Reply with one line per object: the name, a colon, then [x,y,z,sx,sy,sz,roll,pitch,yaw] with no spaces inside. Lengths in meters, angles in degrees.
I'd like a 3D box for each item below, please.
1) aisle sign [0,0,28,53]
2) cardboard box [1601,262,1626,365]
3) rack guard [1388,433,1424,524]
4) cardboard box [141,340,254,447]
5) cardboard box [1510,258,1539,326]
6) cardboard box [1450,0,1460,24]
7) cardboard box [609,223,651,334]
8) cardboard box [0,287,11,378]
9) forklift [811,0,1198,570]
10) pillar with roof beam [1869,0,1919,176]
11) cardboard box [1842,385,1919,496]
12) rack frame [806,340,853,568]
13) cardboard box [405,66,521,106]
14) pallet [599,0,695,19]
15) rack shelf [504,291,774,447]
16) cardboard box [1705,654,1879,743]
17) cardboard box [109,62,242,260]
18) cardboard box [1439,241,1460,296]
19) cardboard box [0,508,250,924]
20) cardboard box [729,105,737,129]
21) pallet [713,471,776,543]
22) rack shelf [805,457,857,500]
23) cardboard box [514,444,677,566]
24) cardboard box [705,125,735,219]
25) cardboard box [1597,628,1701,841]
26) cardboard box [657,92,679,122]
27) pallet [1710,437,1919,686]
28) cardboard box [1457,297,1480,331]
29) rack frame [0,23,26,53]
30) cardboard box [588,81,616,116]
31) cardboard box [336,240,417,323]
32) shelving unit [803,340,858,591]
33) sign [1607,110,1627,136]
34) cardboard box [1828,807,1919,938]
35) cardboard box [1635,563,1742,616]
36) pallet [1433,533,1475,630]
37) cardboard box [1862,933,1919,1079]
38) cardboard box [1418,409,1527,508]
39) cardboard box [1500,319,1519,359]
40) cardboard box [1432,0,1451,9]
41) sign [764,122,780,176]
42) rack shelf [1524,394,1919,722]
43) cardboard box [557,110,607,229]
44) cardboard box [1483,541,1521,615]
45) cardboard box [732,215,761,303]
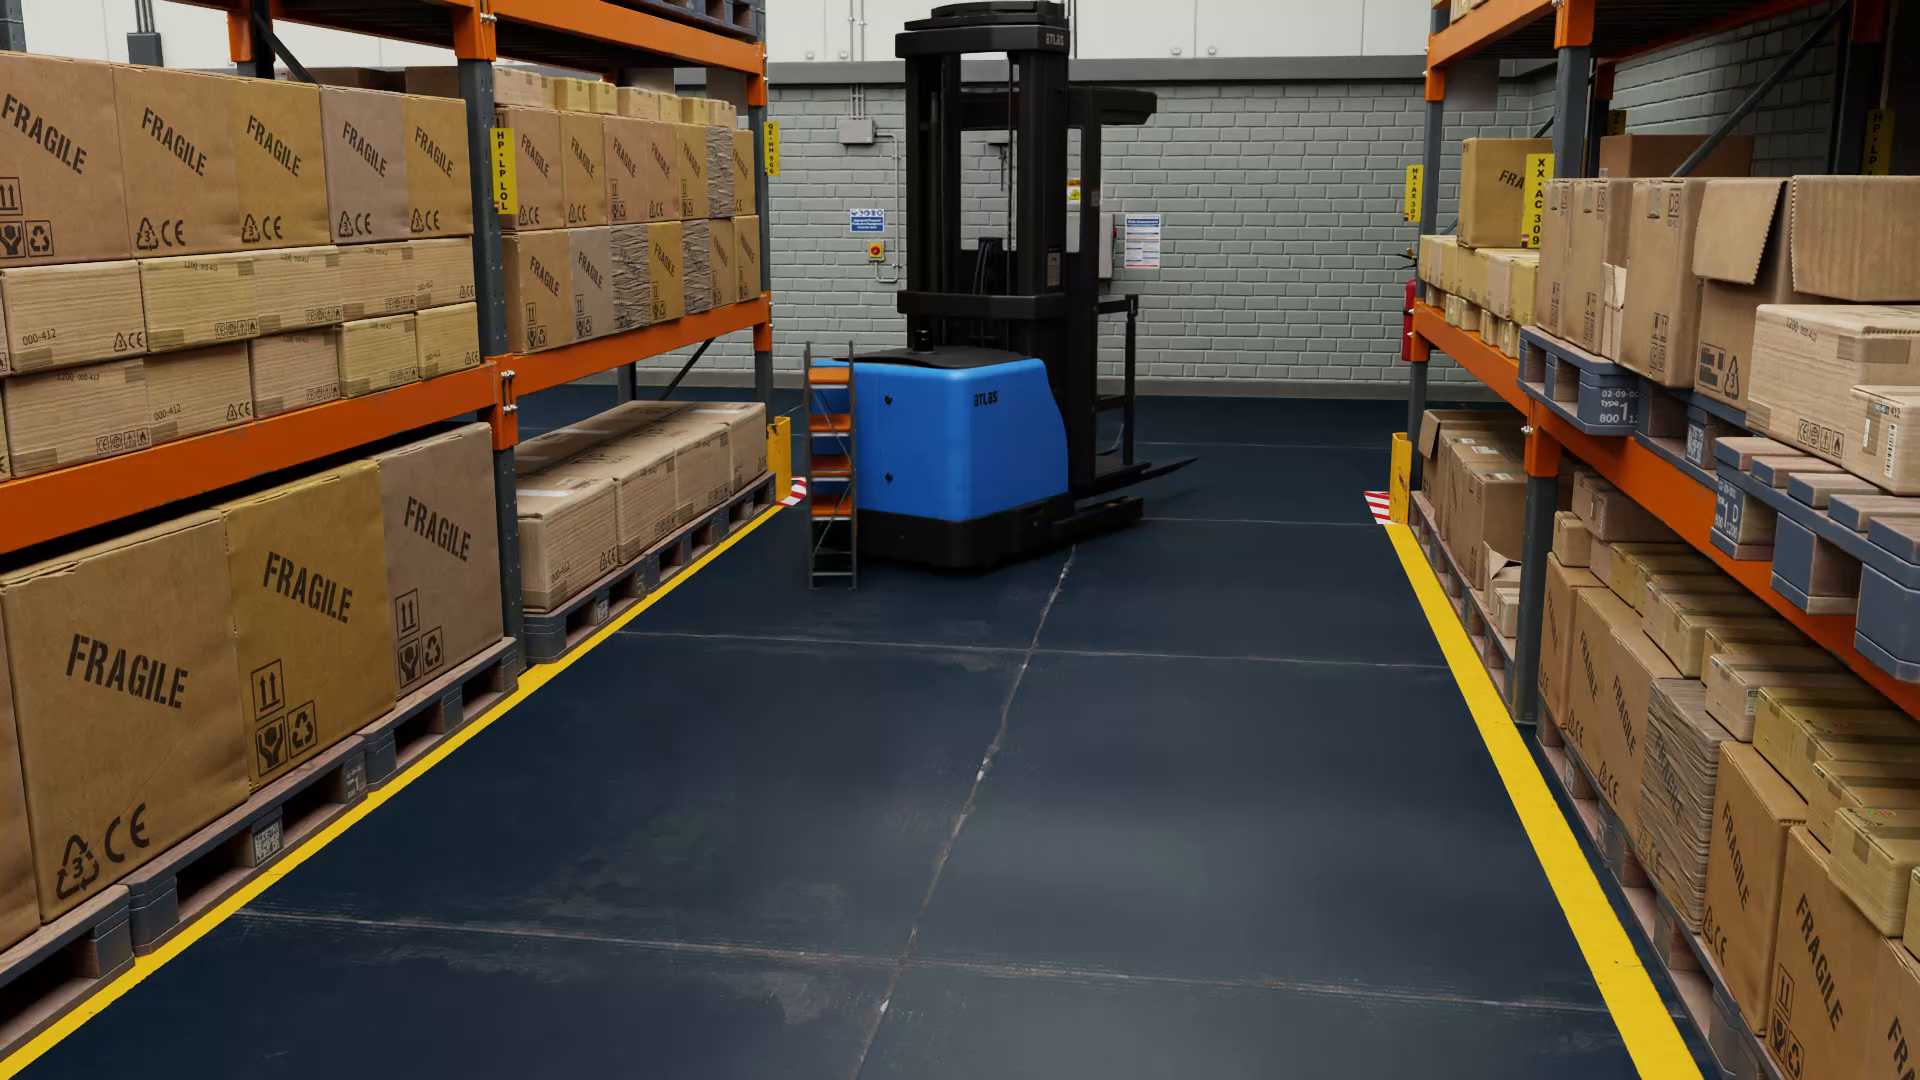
aisle sign: [-6.299,-3.171,10.919,0.394,0.787,0.004,2,12,9]
cardboard box: [1.997,-0.626,4.600,0.396,0.266,0.258,2,12,11]
rack guard: [3.193,-0.358,9.968,1.175,0.500,0.348,2,12,9]
cardboard box: [-2.386,-0.430,4.726,0.500,0.250,0.500,2,12,9]
cardboard box: [2.427,-0.949,6.427,0.500,0.250,0.500,2,12,10]
cardboard box: [2.715,-2.724,8.488,0.380,0.149,0.250,2,12,10]
cardboard box: [-1.820,-1.269,8.025,0.500,0.500,0.500,2,12,9]
cardboard box: [-2.528,-0.467,3.708,0.500,0.250,0.500,2,12,10]
forklift: [0.439,-1.539,9.676,1.130,2.935,3.031,8,15,34]
pillar with roof beam: [-0.666,-3.951,6.466,9.100,9.000,0.400,2,12,9]
cardboard box: [1.696,-0.162,2.725,0.380,0.149,0.250,2,12,10]
rack frame: [-0.672,-0.440,8.685,0.240,1.200,0.015,-1,12,-4]
cardboard box: [-2.010,-1.835,6.739,0.380,0.149,0.250,2,12,8]
pallet: [-1.989,-2.769,8.314,1.003,0.211,1.213,2,12,9]
rack shelf: [-2.008,-0.988,8.664,1.077,0.370,4.000,2,12,9]
cardboard box: [2.032,0.383,3.993,0.380,0.149,0.250,1,12,6]
cardboard box: [-2.371,-1.039,4.582,0.500,0.500,0.500,2,12,10]
cardboard box: [2.717,-1.372,8.387,0.500,0.250,0.500,2,12,8]
cardboard box: [-2.601,0.416,4.488,0.875,0.875,0.875,2,12,9]
cardboard box: [-1.558,-2.529,9.960,0.380,0.149,0.250,2,12,9]
pallet: [-1.746,-0.224,10.030,1.003,0.211,1.213,2,12,9]
rack shelf: [-0.655,-0.322,8.461,0.258,0.148,0.480,-1,12,-4]
cardboard box: [-1.976,-0.190,8.338,0.875,0.438,0.875,2,12,7]
cardboard box: [-1.591,-2.076,9.394,0.500,0.500,0.500,2,12,9]
cardboard box: [2.140,0.562,4.703,0.500,0.500,0.500,2,12,7]
cardboard box: [-1.700,-2.262,8.719,0.380,0.149,0.250,2,12,10]
pallet: [2.009,0.020,2.736,1.213,0.211,1.003,2,12,9]
cardboard box: [2.616,-1.091,8.034,0.380,0.149,0.250,2,12,10]
rack frame: [-6.607,-1.895,11.167,1.000,3.000,0.127,2,12,9]
cardboard box: [-1.821,-2.048,7.725,0.380,0.149,0.250,2,12,7]
cardboard box: [-2.213,-0.890,5.674,0.500,0.250,0.500,2,12,10]
shelving unit: [-0.655,-0.388,8.447,0.258,1.200,0.503,-1,12,-4]
sign: [3.750,-2.294,9.520,0.100,0.325,0.005,2,12,9]
cardboard box: [1.812,0.600,2.985,0.380,0.149,0.250,1,12,6]
cardboard box: [2.249,0.174,4.963,0.380,0.149,0.250,2,12,8]
pallet: [2.882,0.203,8.053,1.003,0.211,1.213,2,12,9]
cardboard box: [1.827,0.991,2.710,0.500,0.500,0.500,2,12,10]
cardboard box: [3.017,-0.456,9.420,0.797,0.503,0.637,1,12,6]
cardboard box: [2.424,-0.825,6.796,0.380,0.149,0.250,2,12,10]
cardboard box: [2.867,-3.051,9.059,0.500,0.250,0.500,2,12,8]
sign: [-1.166,-2.417,10.279,0.100,0.325,0.005,2,12,9]
rack shelf: [2.282,0.005,4.058,1.077,0.370,4.000,2,12,9]
cardboard box: [-1.919,-1.657,7.451,0.500,0.500,0.500,2,12,8]
cardboard box: [2.440,0.168,7.085,0.396,0.266,0.258,2,12,11]
cardboard box: [-1.513,-1.696,10.004,0.500,0.500,0.500,2,12,9]
